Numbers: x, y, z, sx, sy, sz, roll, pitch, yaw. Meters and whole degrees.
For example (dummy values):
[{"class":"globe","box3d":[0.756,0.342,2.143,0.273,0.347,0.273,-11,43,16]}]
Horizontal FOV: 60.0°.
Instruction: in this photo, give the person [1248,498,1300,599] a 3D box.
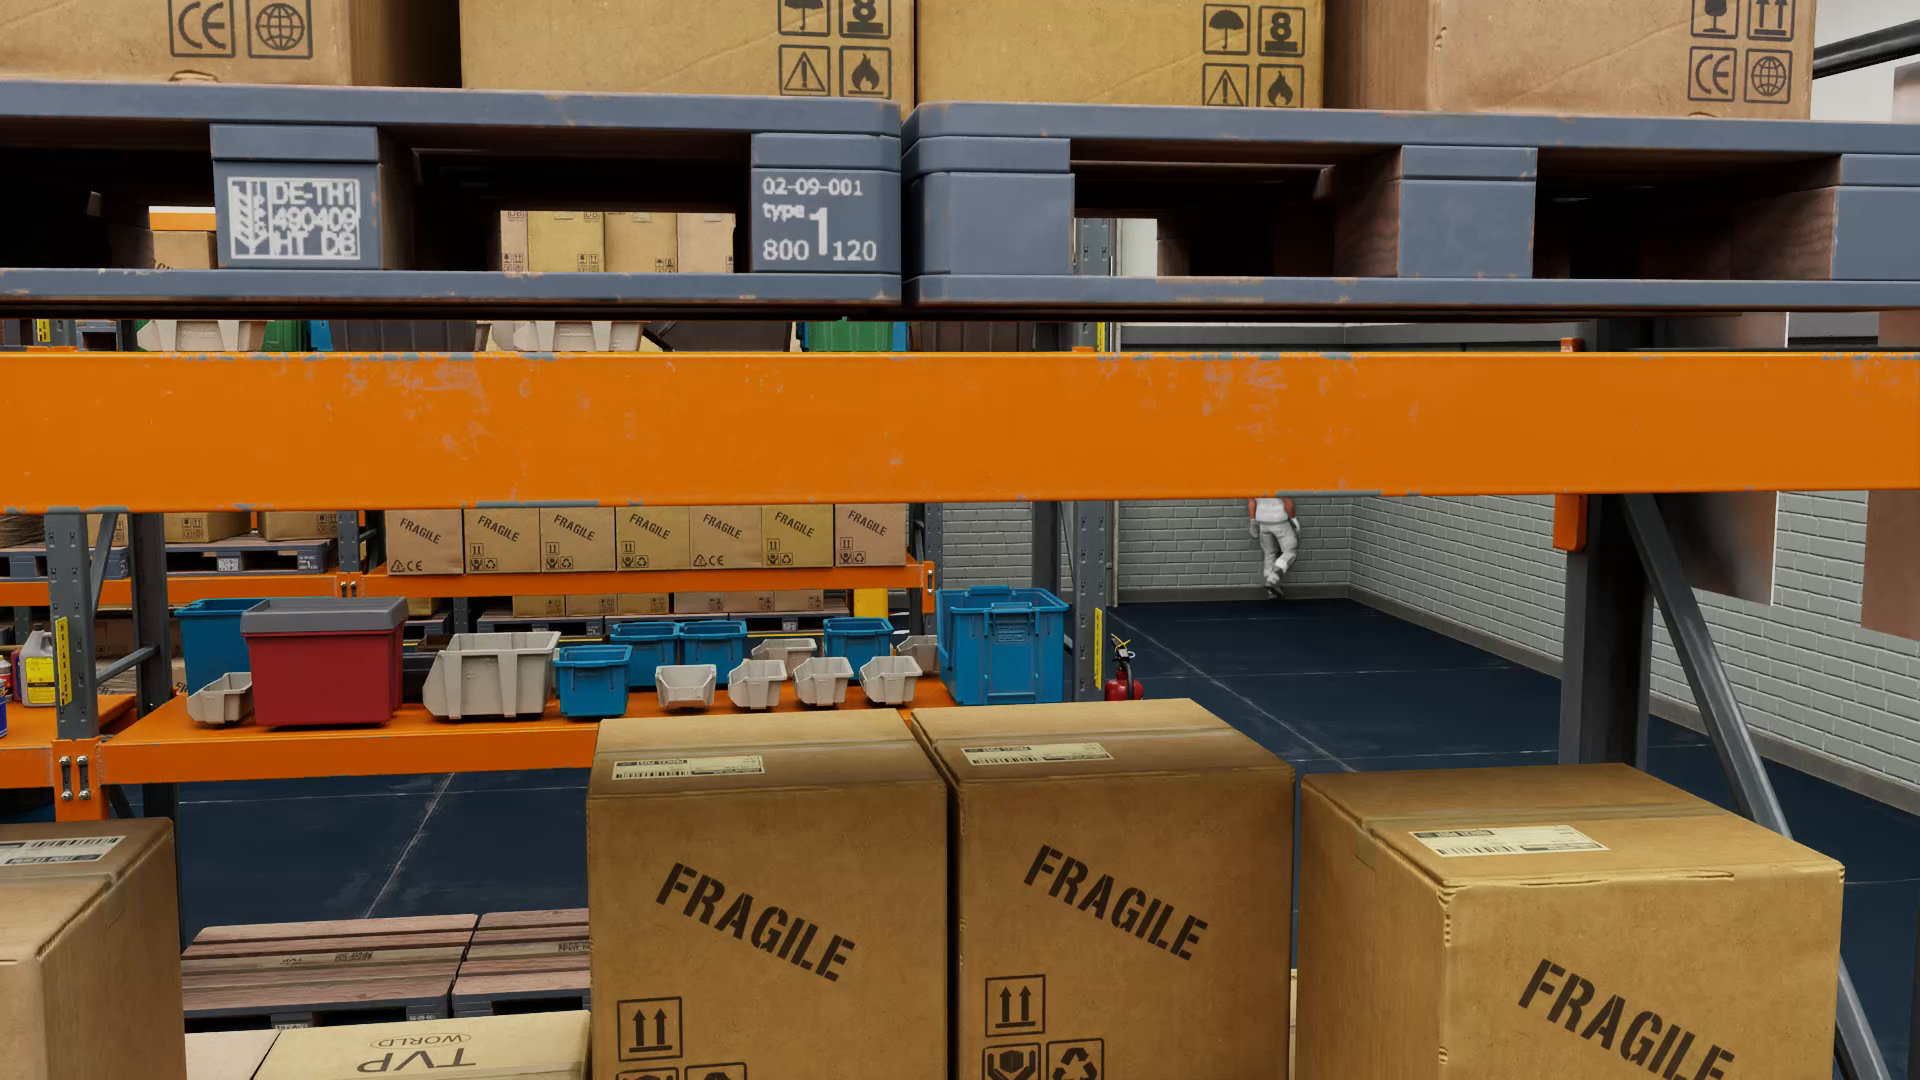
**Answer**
[{"class":"person","box3d":[3.561,-0.199,18.740,0.713,1.777,0.591,-6,9,-44]}]
